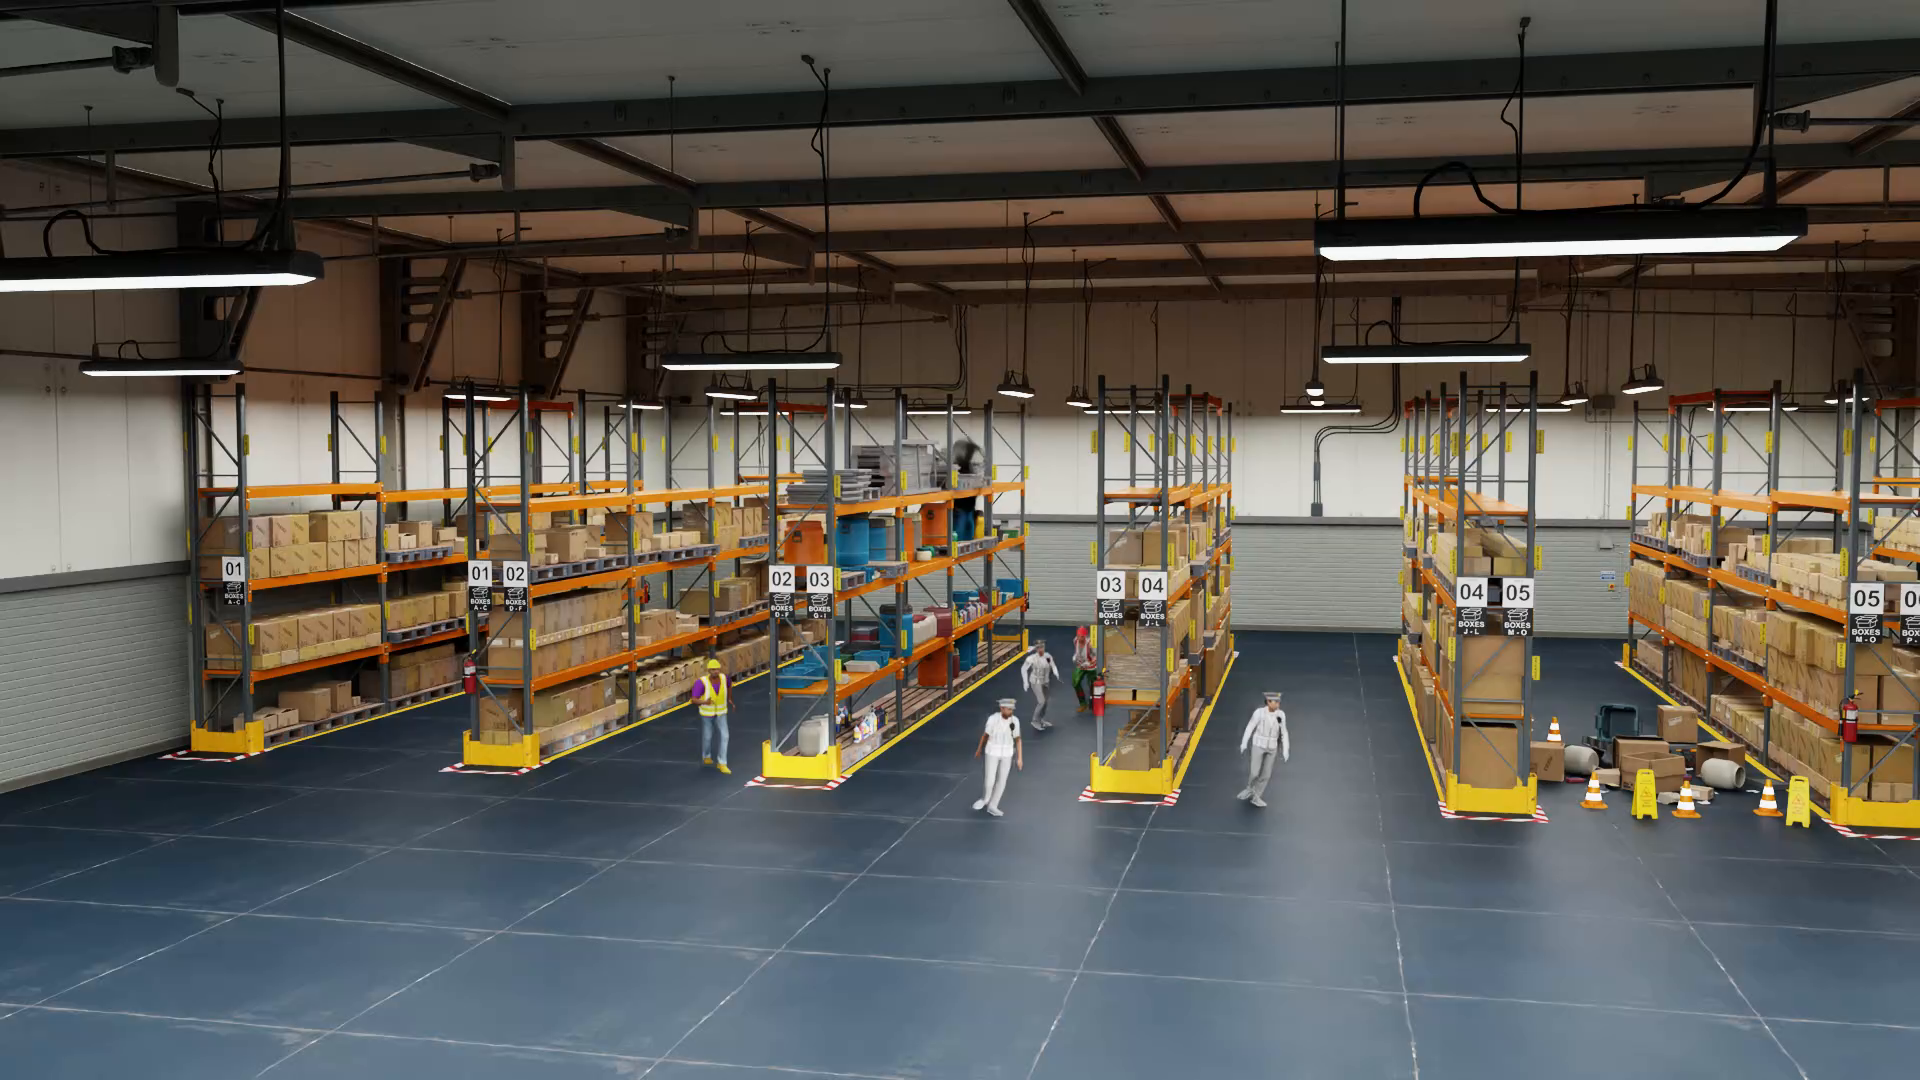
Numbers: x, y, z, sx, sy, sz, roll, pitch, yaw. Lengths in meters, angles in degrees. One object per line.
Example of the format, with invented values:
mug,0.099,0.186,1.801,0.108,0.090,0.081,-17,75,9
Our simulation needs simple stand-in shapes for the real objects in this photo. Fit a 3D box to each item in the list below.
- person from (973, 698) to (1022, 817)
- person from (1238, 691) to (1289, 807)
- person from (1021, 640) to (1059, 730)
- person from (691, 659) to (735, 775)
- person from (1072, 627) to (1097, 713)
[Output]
person,0.508,2.919,22.396,0.613,1.633,0.555,-1,3,-15
person,4.206,2.882,22.989,0.633,1.628,0.547,-1,3,-9
person,1.450,2.557,29.320,0.623,1.622,0.748,-2,4,-34
person,-3.782,2.683,25.464,0.720,1.756,0.943,-1,3,-21
person,2.384,2.392,31.115,0.688,1.609,1.098,2,4,27
